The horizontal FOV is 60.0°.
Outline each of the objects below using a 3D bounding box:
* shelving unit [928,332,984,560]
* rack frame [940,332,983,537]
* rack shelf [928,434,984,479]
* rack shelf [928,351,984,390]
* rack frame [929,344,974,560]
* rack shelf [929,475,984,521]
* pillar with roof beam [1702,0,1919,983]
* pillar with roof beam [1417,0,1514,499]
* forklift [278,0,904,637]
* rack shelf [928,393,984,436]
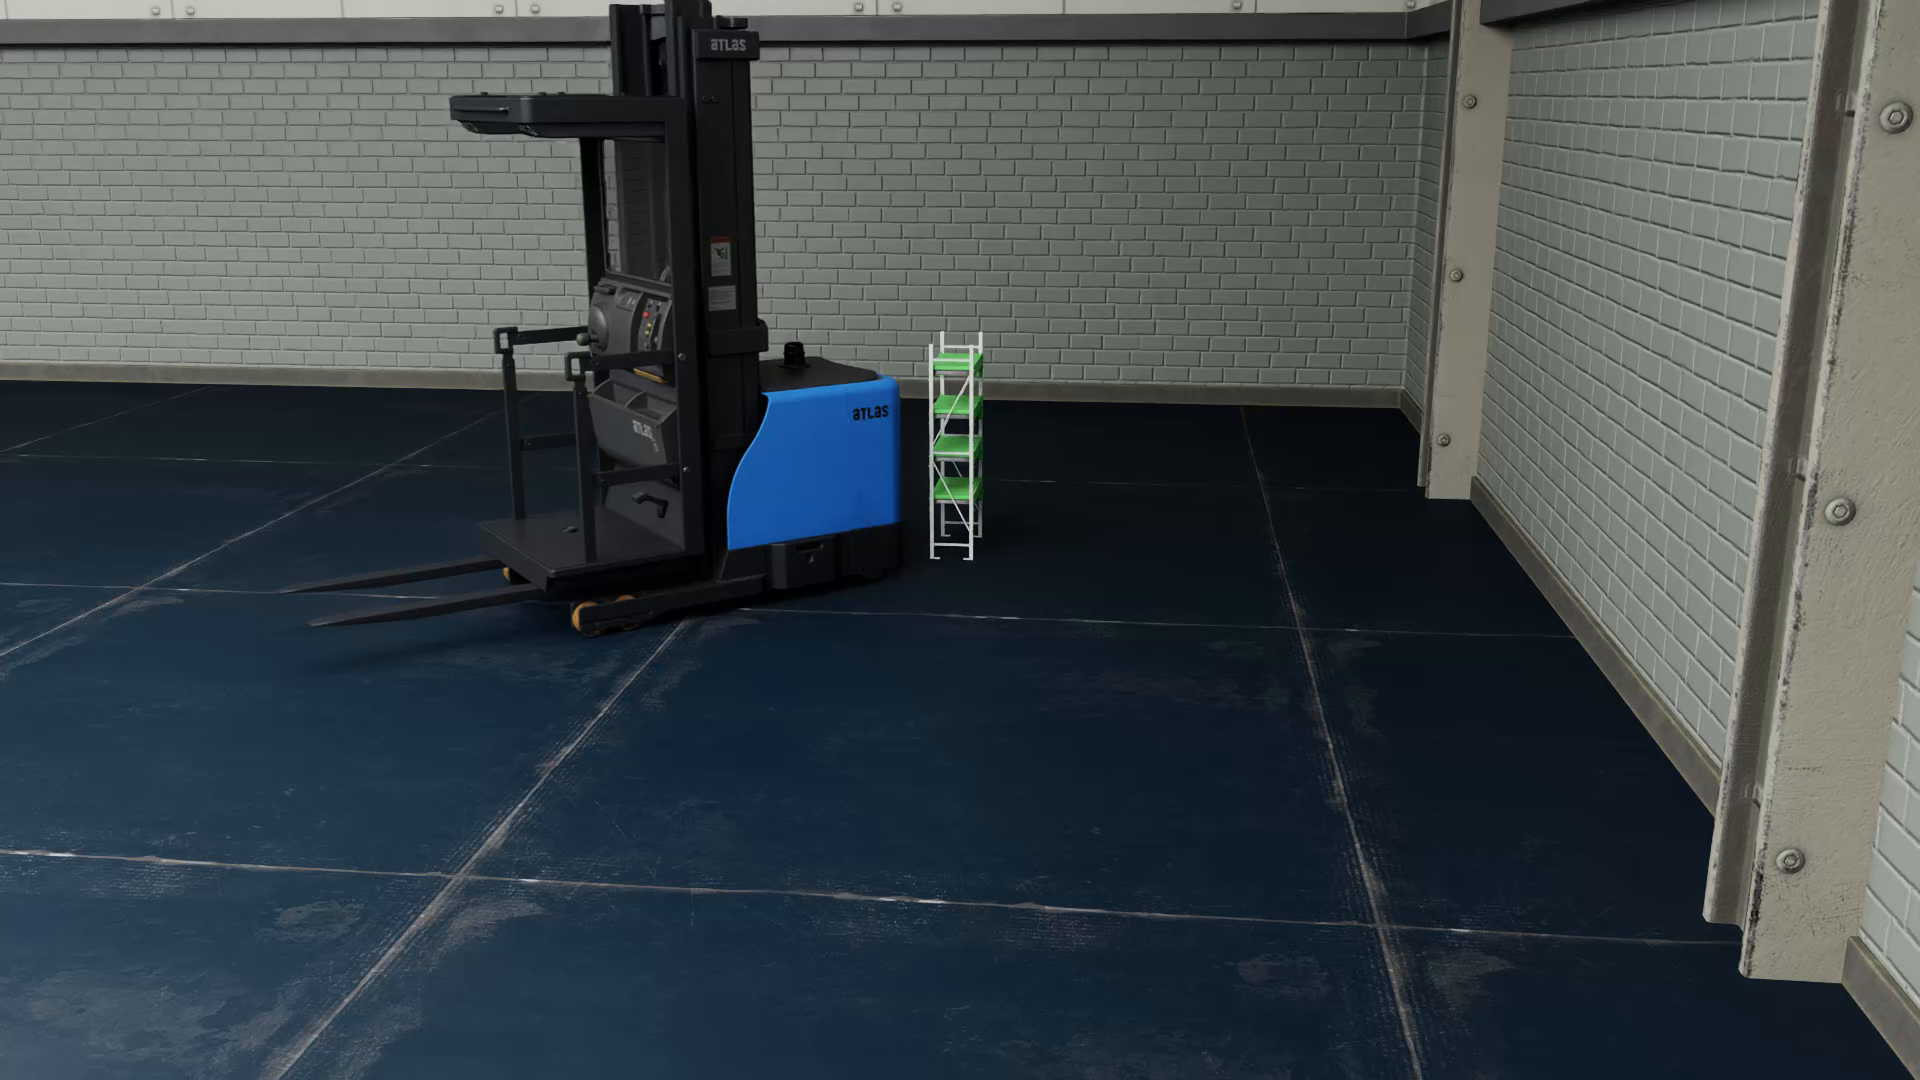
[{"bbox_3d":[-0.019,-0.536,9.347,0.258,1.200,0.503,2,15,6],"label":"shelving unit"},{"bbox_3d":[0.009,-0.600,9.581,0.240,1.200,0.015,2,15,6],"label":"rack frame"},{"bbox_3d":[-0.019,-0.475,9.363,0.258,0.148,0.480,2,15,6],"label":"rack shelf"},{"bbox_3d":[-0.019,-0.938,9.238,0.258,0.148,0.480,2,15,6],"label":"rack shelf"},{"bbox_3d":[-0.046,-0.473,9.113,0.240,1.200,0.015,2,15,6],"label":"rack frame"},{"bbox_3d":[-0.019,-0.243,9.426,0.258,0.148,0.480,2,15,6],"label":"rack shelf"},{"bbox_3d":[-1.792,-3.229,4.364,9.100,9.000,0.400,2,15,6],"label":"pillar with roof beam"},{"bbox_3d":[-1.115,-4.785,10.119,9.100,9.000,0.400,2,15,6],"label":"pillar with roof beam"},{"bbox_3d":[-1.810,-1.109,8.150,3.031,2.935,1.130,-10,18,-32],"label":"forklift"},{"bbox_3d":[-0.019,-0.706,9.301,0.258,0.148,0.480,2,15,6],"label":"rack shelf"}]
